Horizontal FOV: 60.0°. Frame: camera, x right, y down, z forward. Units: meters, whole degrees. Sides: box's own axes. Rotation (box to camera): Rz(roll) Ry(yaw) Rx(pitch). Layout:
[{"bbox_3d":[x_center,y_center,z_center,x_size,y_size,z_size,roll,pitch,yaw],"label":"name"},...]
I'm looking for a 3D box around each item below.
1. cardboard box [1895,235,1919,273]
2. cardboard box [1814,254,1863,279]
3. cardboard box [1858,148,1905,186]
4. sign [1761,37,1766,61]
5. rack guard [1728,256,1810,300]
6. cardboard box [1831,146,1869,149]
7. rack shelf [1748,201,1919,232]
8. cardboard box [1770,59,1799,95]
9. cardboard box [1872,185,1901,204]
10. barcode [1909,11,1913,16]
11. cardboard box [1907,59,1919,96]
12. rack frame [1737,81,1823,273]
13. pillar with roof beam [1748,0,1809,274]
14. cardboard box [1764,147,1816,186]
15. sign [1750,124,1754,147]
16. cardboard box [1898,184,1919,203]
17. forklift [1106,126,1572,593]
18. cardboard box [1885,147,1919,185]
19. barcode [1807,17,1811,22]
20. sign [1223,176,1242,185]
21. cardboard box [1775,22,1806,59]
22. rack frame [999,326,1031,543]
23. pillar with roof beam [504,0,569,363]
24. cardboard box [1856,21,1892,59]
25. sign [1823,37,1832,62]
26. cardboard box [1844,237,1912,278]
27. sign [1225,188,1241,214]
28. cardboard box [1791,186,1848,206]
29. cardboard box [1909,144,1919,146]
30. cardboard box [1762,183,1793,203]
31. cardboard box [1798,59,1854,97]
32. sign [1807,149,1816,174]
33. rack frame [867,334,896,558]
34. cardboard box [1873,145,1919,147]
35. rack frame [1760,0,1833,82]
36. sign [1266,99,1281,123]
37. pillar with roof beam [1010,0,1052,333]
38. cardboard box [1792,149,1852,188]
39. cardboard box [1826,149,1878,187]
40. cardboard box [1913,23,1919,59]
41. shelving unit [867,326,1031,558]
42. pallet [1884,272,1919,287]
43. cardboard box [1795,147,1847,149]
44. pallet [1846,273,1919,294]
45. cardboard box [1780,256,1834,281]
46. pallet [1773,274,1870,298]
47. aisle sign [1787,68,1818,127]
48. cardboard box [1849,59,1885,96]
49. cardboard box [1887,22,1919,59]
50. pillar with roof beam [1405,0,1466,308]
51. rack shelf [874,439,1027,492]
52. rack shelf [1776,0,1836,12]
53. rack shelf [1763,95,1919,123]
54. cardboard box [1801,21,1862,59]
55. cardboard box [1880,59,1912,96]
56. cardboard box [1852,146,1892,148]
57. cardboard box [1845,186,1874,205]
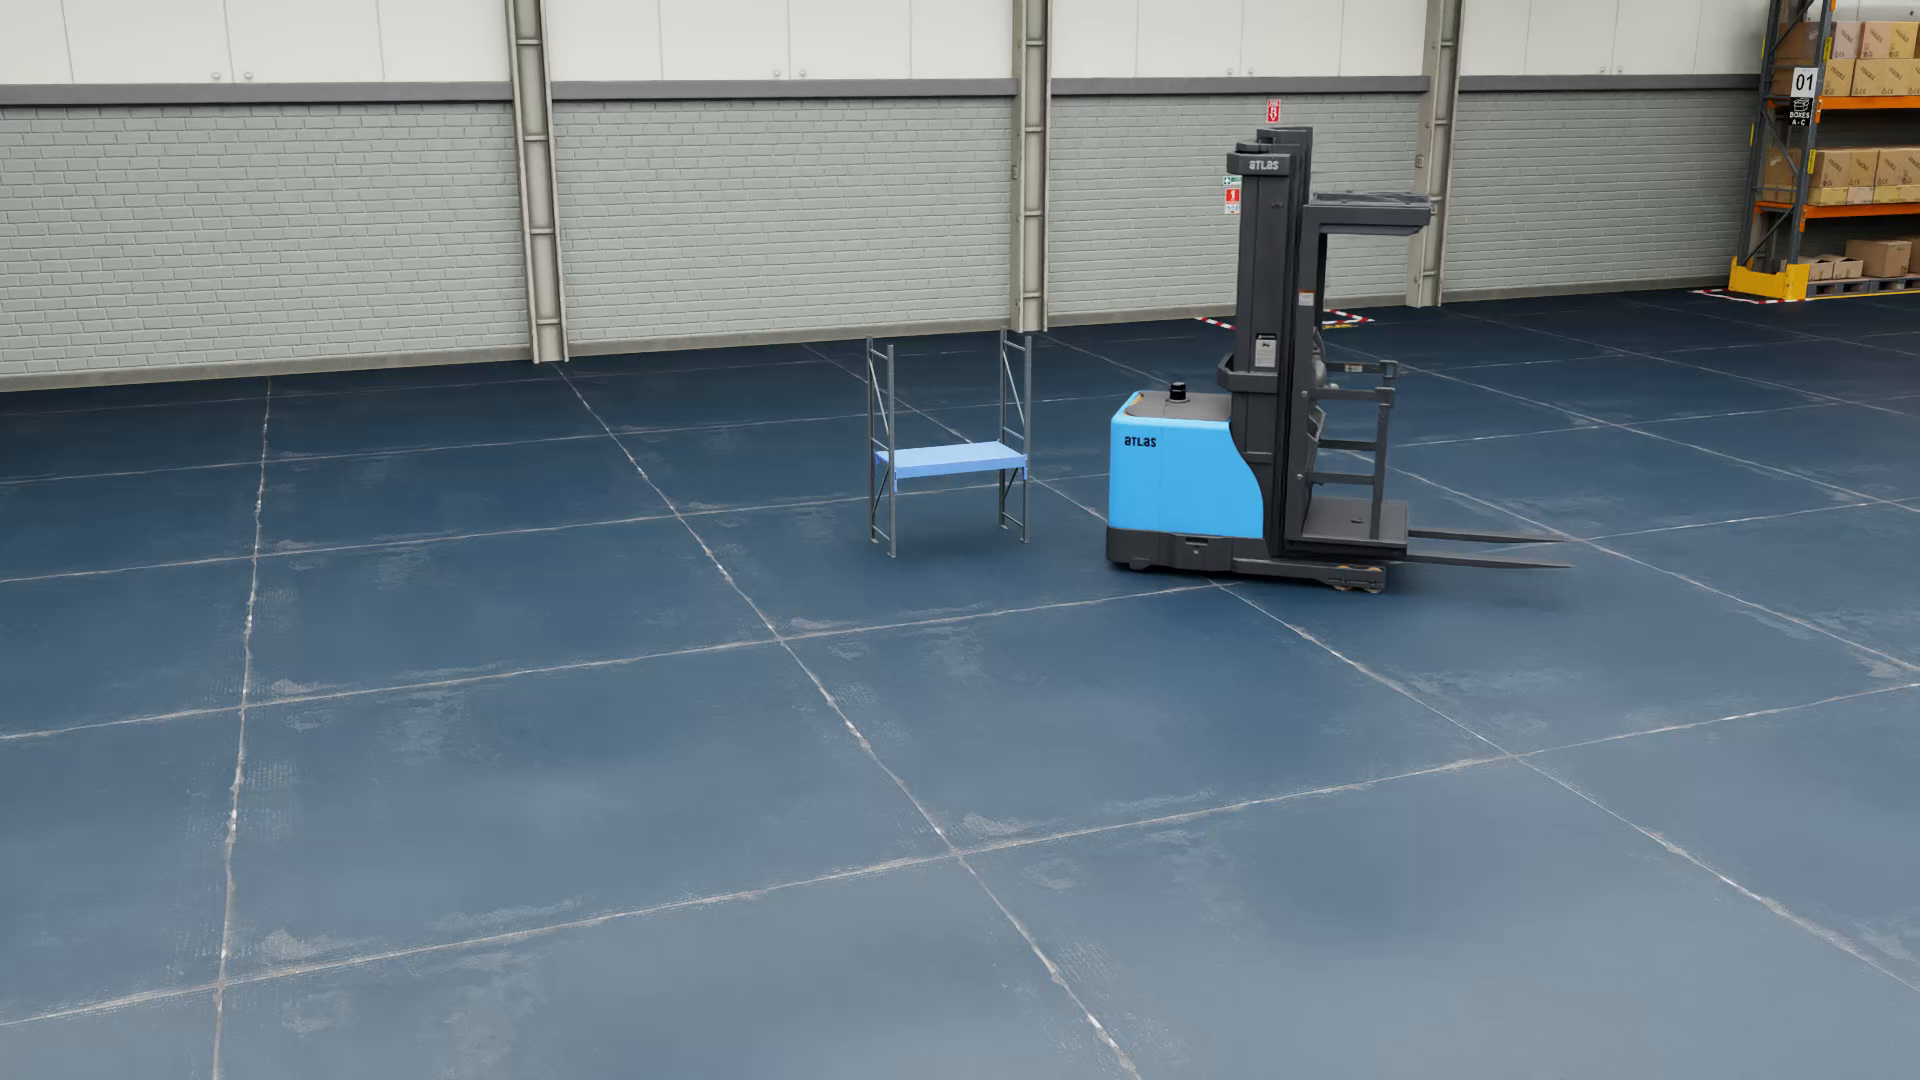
[{"bbox_3d":[14.517,-4.332,25.181,0.500,0.500,0.500,-8,18,-24],"label":"cardboard box"},{"bbox_3d":[12.947,-4.056,24.579,0.500,0.311,0.500,-5,17,-15],"label":"cardboard box"},{"bbox_3d":[13.240,-5.396,24.050,0.500,0.500,0.500,-7,18,-22],"label":"cardboard box"},{"bbox_3d":[11.557,-7.044,23.867,0.005,0.325,0.100,-6,17,-20],"label":"sign"},{"bbox_3d":[11.807,-3.840,24.288,0.348,0.500,1.175,-6,17,-20],"label":"rack guard"},{"bbox_3d":[13.055,-5.534,24.520,0.500,0.500,0.500,-7,18,-22],"label":"cardboard box"},{"bbox_3d":[13.604,-4.888,24.698,4.000,0.370,1.077,-6,17,-20],"label":"rack shelf"},{"bbox_3d":[12.036,-6.637,23.840,0.500,0.500,0.500,-5,17,-16],"label":"cardboard box"},{"bbox_3d":[13.263,-5.041,24.172,0.500,0.250,0.500,-6,18,-21],"label":"cardboard box"},{"bbox_3d":[14.020,-7.759,24.501,0.075,0.075,0.001,-6,17,-20],"label":"barcode"},{"bbox_3d":[13.629,-6.654,23.898,0.500,0.500,0.500,-5,17,-17],"label":"cardboard box"},{"bbox_3d":[11.736,-5.032,23.910,0.127,3.000,1.000,-6,17,-20],"label":"rack frame"},{"bbox_3d":[13.621,-7.076,20.223,0.400,9.000,9.100,-6,17,-20],"label":"pillar with roof beam"},{"bbox_3d":[12.101,-5.433,24.175,0.500,0.500,0.500,-6,18,-21],"label":"cardboard box"},{"bbox_3d":[11.557,-5.887,24.206,0.005,0.325,0.100,-6,17,-20],"label":"sign"},{"bbox_3d":[13.736,-5.091,24.343,0.500,0.250,0.500,-6,17,-20],"label":"cardboard box"},{"bbox_3d":[2.575,-1.223,11.063,3.031,2.935,1.130,4,17,15],"label":"forklift"},{"bbox_3d":[13.717,-5.451,24.238,0.500,0.500,0.500,-6,17,-18],"label":"cardboard box"},{"bbox_3d":[12.221,-7.490,23.939,0.075,0.075,0.001,-6,17,-20],"label":"barcode"},{"bbox_3d":[3.611,-4.727,21.867,0.331,0.109,0.001,-6,17,-20],"label":"sign"},{"bbox_3d":[12.046,-7.121,23.712,0.500,0.500,0.500,-5,17,-18],"label":"cardboard box"},{"bbox_3d":[0.395,-0.762,12.032,0.032,1.500,0.500,-6,17,-20],"label":"rack frame"},{"bbox_3d":[-3.187,-5.261,14.043,0.400,9.000,9.100,-6,17,-20],"label":"pillar with roof beam"},{"bbox_3d":[12.670,-7.021,23.371,0.500,0.500,0.500,-6,18,-21],"label":"cardboard box"},{"bbox_3d":[11.931,-6.748,22.878,0.005,0.325,0.100,-6,17,-20],"label":"sign"},{"bbox_3d":[13.650,-4.208,24.760,0.500,0.500,0.700,-7,18,-24],"label":"cardboard box"},{"bbox_3d":[3.603,-4.475,21.949,0.234,0.329,0.001,-6,17,-20],"label":"sign"},{"bbox_3d":[12.306,-4.935,23.811,0.500,0.250,0.500,-7,18,-22],"label":"cardboard box"},{"bbox_3d":[14.474,-5.689,25.047,0.500,0.500,0.500,-6,17,-20],"label":"cardboard box"},{"bbox_3d":[12.104,-5.068,24.262,0.500,0.250,0.500,-6,17,-19],"label":"cardboard box"},{"bbox_3d":[12.138,-6.497,23.361,0.500,0.500,0.500,-6,17,-19],"label":"cardboard box"},{"bbox_3d":[11.931,-5.305,23.302,0.005,0.325,0.100,-6,17,-20],"label":"sign"},{"bbox_3d":[-0.554,-0.660,11.683,0.032,1.500,0.500,-6,17,-20],"label":"rack frame"},{"bbox_3d":[14.006,-5.640,24.881,0.500,0.500,0.500,-6,17,-19],"label":"cardboard box"},{"bbox_3d":[11.736,-7.910,23.065,0.127,3.000,1.000,-6,17,-20],"label":"rack frame"},{"bbox_3d":[4.113,-5.624,21.811,0.199,0.298,0.001,-6,17,-20],"label":"sign"},{"bbox_3d":[2.416,-5.866,16.103,0.400,9.000,9.100,-6,17,-20],"label":"pillar with roof beam"},{"bbox_3d":[12.290,-5.298,23.717,0.500,0.500,0.500,-6,17,-20],"label":"cardboard box"},{"bbox_3d":[12.755,-5.346,23.878,0.500,0.500,0.500,-6,17,-20],"label":"cardboard box"},{"bbox_3d":[14.109,-7.176,23.902,0.500,0.500,0.500,-7,18,-22],"label":"cardboard box"},{"bbox_3d":[-0.080,-0.711,11.858,1.048,1.500,0.538,-6,17,-20],"label":"shelving unit"},{"bbox_3d":[14.857,-4.020,25.414,1.213,0.211,1.003,-6,17,-20],"label":"pallet"},{"bbox_3d":[12.574,-5.481,24.339,0.500,0.500,0.500,-6,17,-19],"label":"cardboard box"},{"bbox_3d":[13.716,-3.896,24.991,1.213,0.211,1.003,-6,17,-20],"label":"pallet"},{"bbox_3d":[12.415,-3.999,24.384,0.500,0.311,0.500,-8,18,-26],"label":"cardboard box"},{"bbox_3d":[12.579,-3.774,24.576,1.213,0.211,1.003,-6,17,-20],"label":"pallet"},{"bbox_3d":[11.777,-6.193,23.250,0.004,0.787,0.394,-6,17,-20],"label":"aisle sign"},{"bbox_3d":[12.652,-6.541,23.514,0.500,0.500,0.500,-5,17,-16],"label":"cardboard box"},{"bbox_3d":[13.144,-7.075,23.557,0.500,0.500,0.500,-6,17,-19],"label":"cardboard box"},{"bbox_3d":[8.018,-6.471,18.163,0.400,9.000,9.100,-6,17,-20],"label":"pillar with roof beam"},{"bbox_3d":[-0.080,-0.538,11.908,1.000,0.185,0.538,-6,17,-20],"label":"rack shelf"},{"bbox_3d":[13.604,-7.765,23.853,4.000,0.370,1.077,-6,17,-20],"label":"rack shelf"},{"bbox_3d":[13.604,-6.328,24.275,4.000,0.370,1.077,-6,17,-20],"label":"rack shelf"},{"bbox_3d":[12.183,-6.983,23.244,0.500,0.500,0.500,-8,18,-24],"label":"cardboard box"},{"bbox_3d":[13.136,-6.595,23.695,0.500,0.500,0.500,-5,17,-18],"label":"cardboard box"},{"bbox_3d":[13.526,-5.585,24.693,0.500,0.500,0.500,-6,17,-19],"label":"cardboard box"},{"bbox_3d":[12.786,-4.991,24.002,0.500,0.250,0.500,-7,18,-22],"label":"cardboard box"}]
